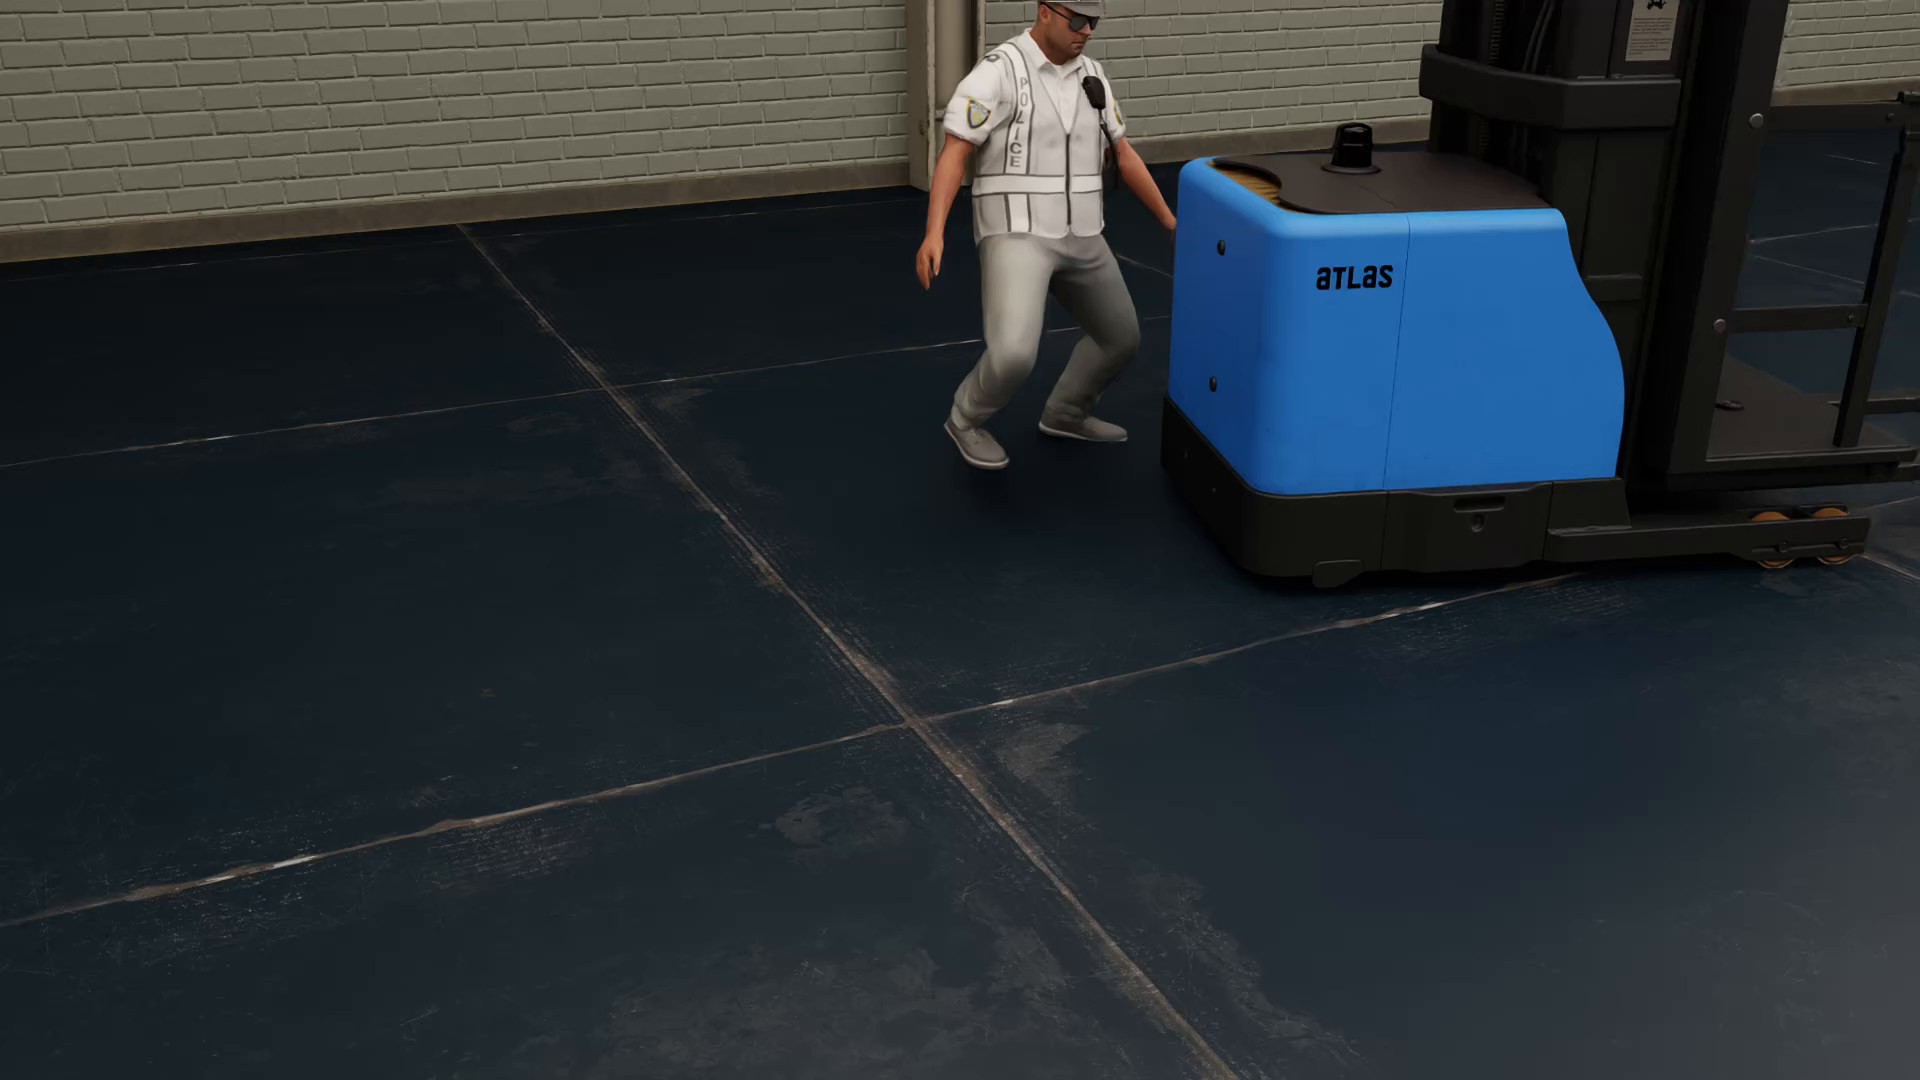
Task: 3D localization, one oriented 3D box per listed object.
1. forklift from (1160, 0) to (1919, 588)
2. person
[{"bbox_3d":[2.229,-1.465,4.812,3.031,2.935,1.130,-3,23,-8],"label":"forklift"},{"bbox_3d":[0.289,-1.008,5.433,0.947,1.648,0.606,-12,26,-27],"label":"person"}]
